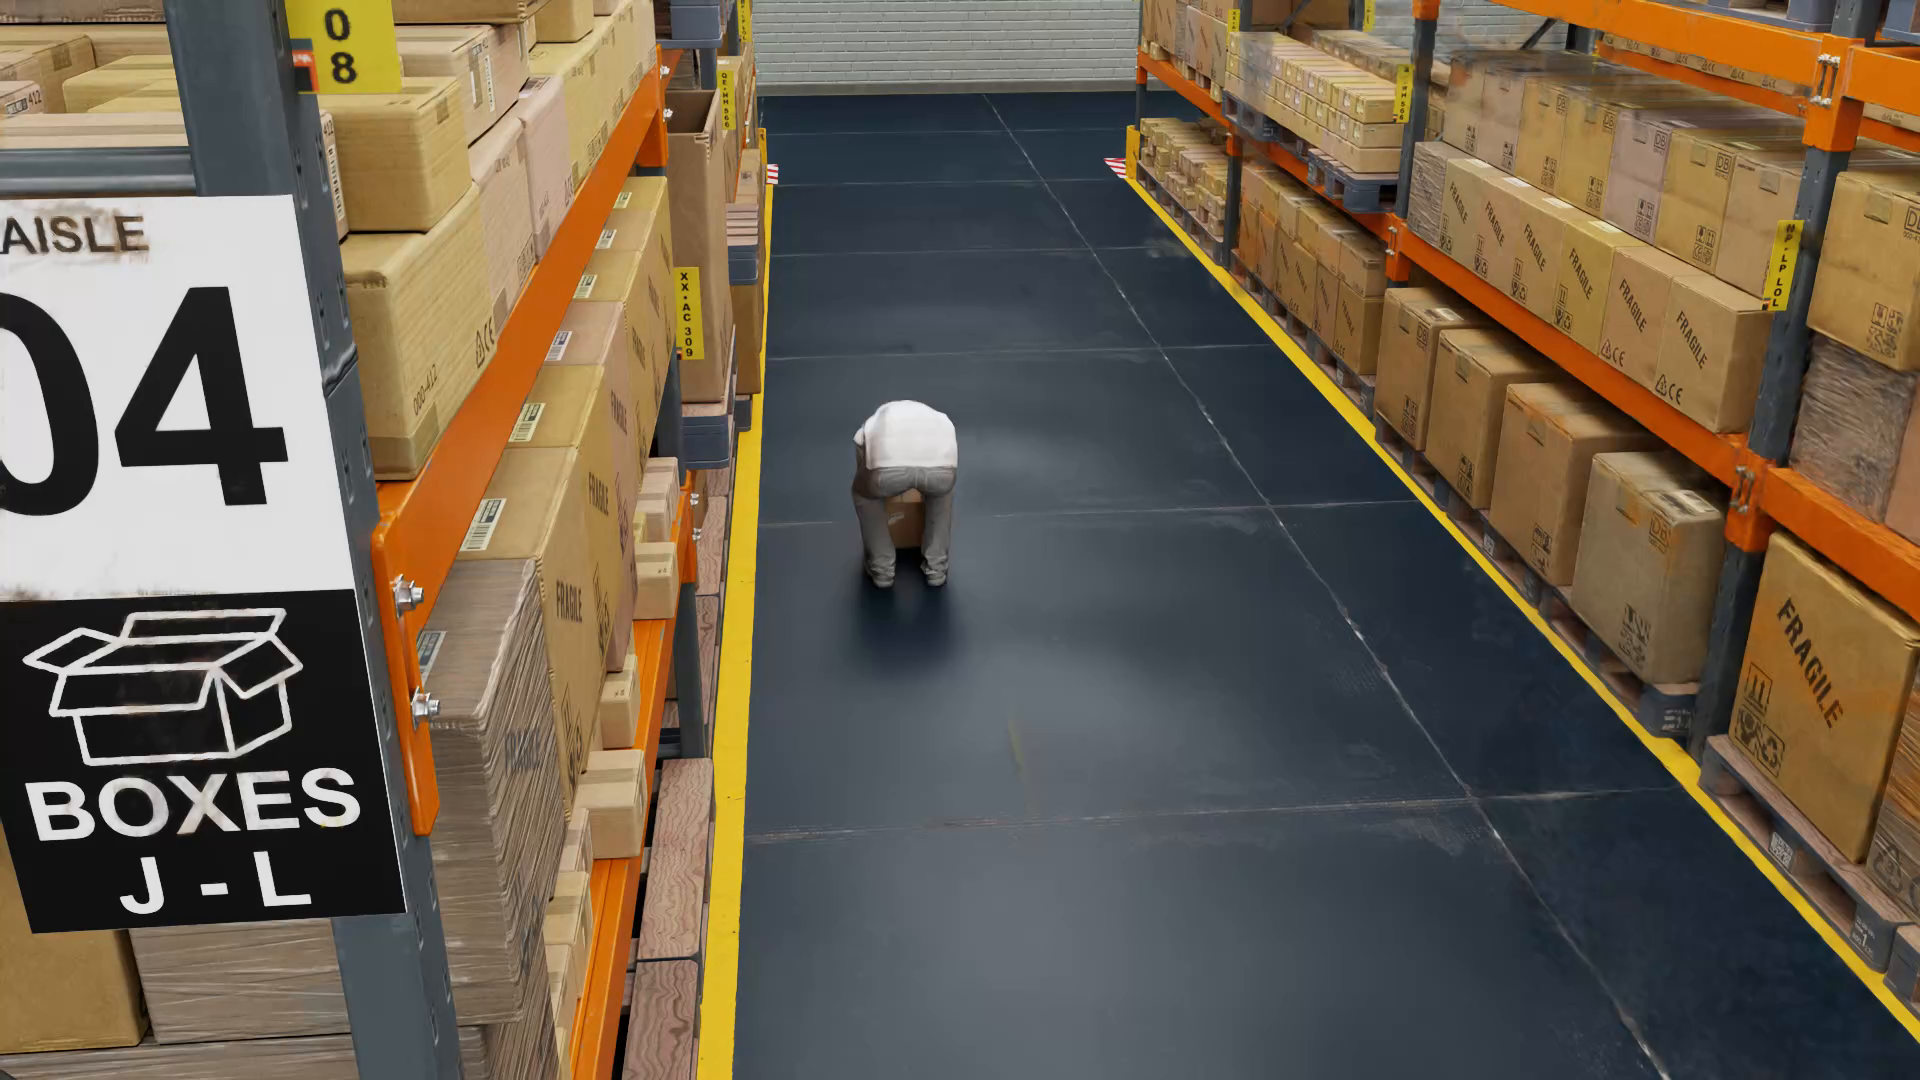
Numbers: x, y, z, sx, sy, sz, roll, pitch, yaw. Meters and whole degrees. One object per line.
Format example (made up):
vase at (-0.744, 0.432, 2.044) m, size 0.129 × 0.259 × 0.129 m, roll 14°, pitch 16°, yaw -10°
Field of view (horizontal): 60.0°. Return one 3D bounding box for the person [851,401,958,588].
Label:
person at (-0.290, -0.303, 8.352) m, size 0.520 × 0.916 × 1.001 m, roll -3°, pitch 24°, yaw -7°
